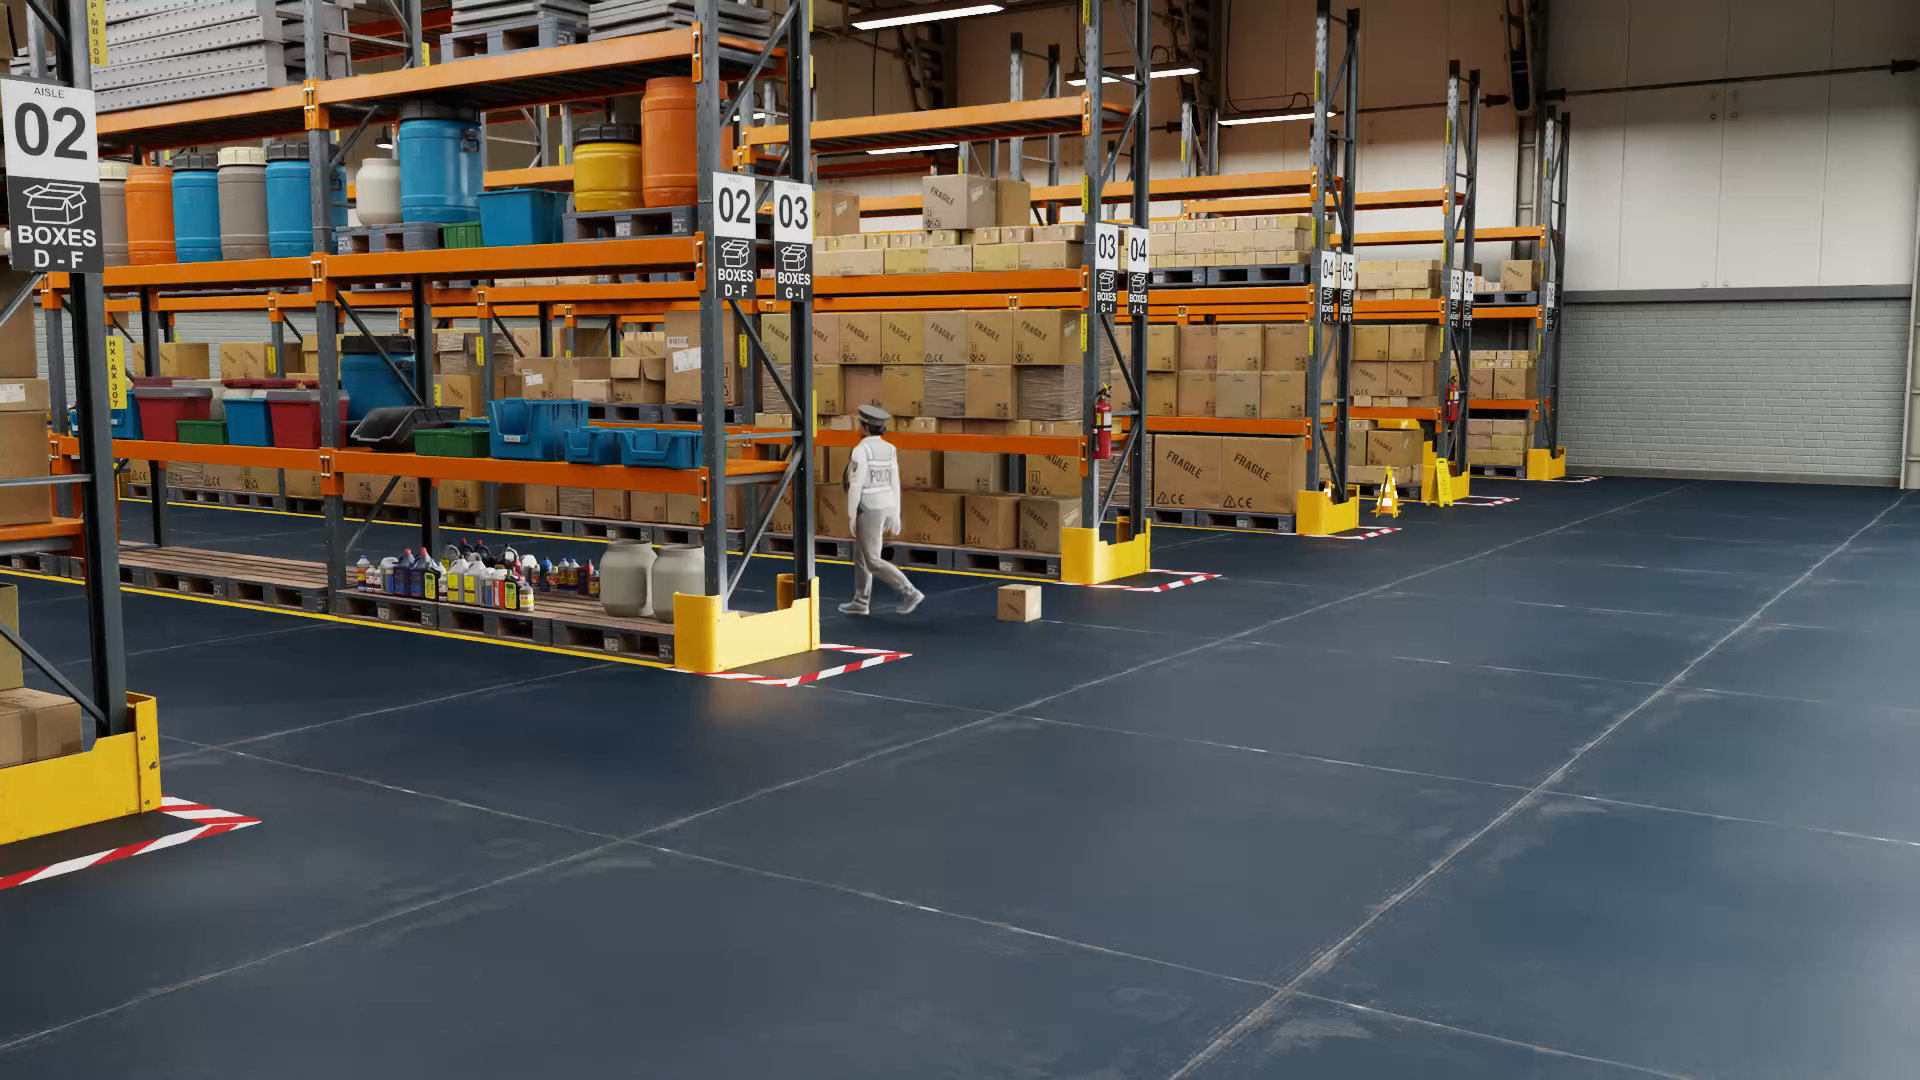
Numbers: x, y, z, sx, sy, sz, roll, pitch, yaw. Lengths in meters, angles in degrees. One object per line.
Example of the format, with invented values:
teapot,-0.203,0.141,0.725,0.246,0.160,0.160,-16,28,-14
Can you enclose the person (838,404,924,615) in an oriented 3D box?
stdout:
person,-0.629,-0.214,12.726,0.916,1.646,0.484,4,8,32
